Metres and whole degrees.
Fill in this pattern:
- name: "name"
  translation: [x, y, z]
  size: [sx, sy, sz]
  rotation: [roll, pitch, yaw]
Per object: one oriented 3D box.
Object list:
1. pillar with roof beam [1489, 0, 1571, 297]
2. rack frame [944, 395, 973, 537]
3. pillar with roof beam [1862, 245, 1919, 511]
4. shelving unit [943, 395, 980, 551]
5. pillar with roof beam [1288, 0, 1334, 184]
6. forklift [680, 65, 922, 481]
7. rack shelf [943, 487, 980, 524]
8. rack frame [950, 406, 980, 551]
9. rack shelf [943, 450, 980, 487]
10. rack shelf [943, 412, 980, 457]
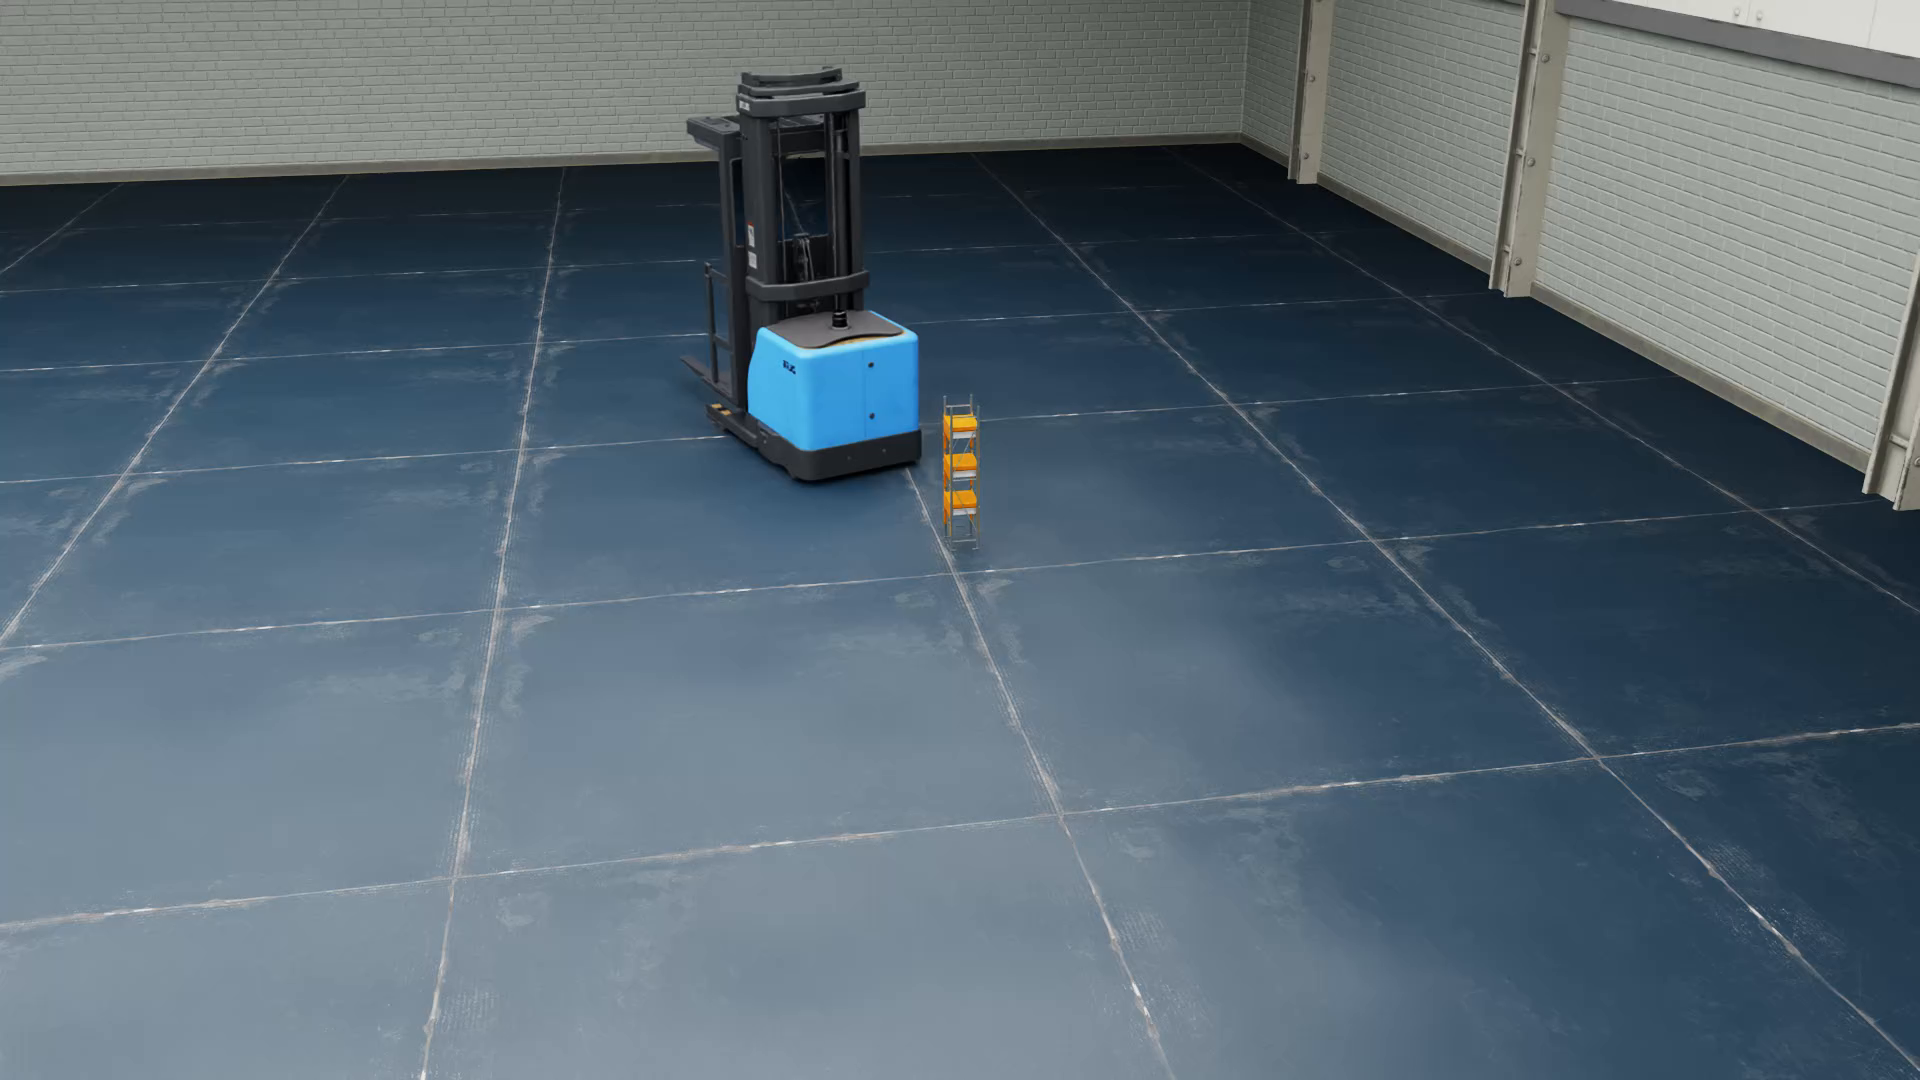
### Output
- name: "pillar with roof beam"
  translation: [1.676, -6.469, 15.319]
  size: [9.100, 9.000, 0.400]
  rotation: [-4, 24, -10]
- name: "rack frame"
  translation: [-0.013, -0.508, 11.602]
  size: [0.200, 1.050, 0.008]
  rotation: [-4, 24, -10]
- name: "pillar with roof beam"
  translation: [2.785, -4.109, 9.916]
  size: [9.100, 9.000, 0.400]
  rotation: [-4, 24, -10]
- name: "shelving unit"
  translation: [0.010, -0.460, 11.492]
  size: [0.215, 1.050, 0.252]
  rotation: [-4, 24, -10]
- name: "pillar with roof beam"
  translation: [0.566, -8.829, 20.723]
  size: [9.100, 9.000, 0.400]
  rotation: [-4, 24, -10]
- name: "forklift"
  translation: [-1.479, -2.340, 13.447]
  size: [1.130, 2.935, 3.031]
  rotation: [-13, 27, -27]
- name: "rack shelf"
  translation: [0.010, -0.196, 11.607]
  size: [0.215, 0.259, 0.240]
  rotation: [-4, 24, -10]
- name: "rack frame"
  translation: [0.032, -0.412, 11.382]
  size: [0.200, 1.050, 0.008]
  rotation: [-4, 24, -10]
- name: "rack shelf"
  translation: [0.010, -0.450, 11.496]
  size: [0.215, 0.259, 0.240]
  rotation: [-4, 24, -10]
- name: "rack shelf"
  translation: [0.010, -0.710, 11.382]
  size: [0.215, 0.259, 0.240]
  rotation: [-4, 24, -10]
